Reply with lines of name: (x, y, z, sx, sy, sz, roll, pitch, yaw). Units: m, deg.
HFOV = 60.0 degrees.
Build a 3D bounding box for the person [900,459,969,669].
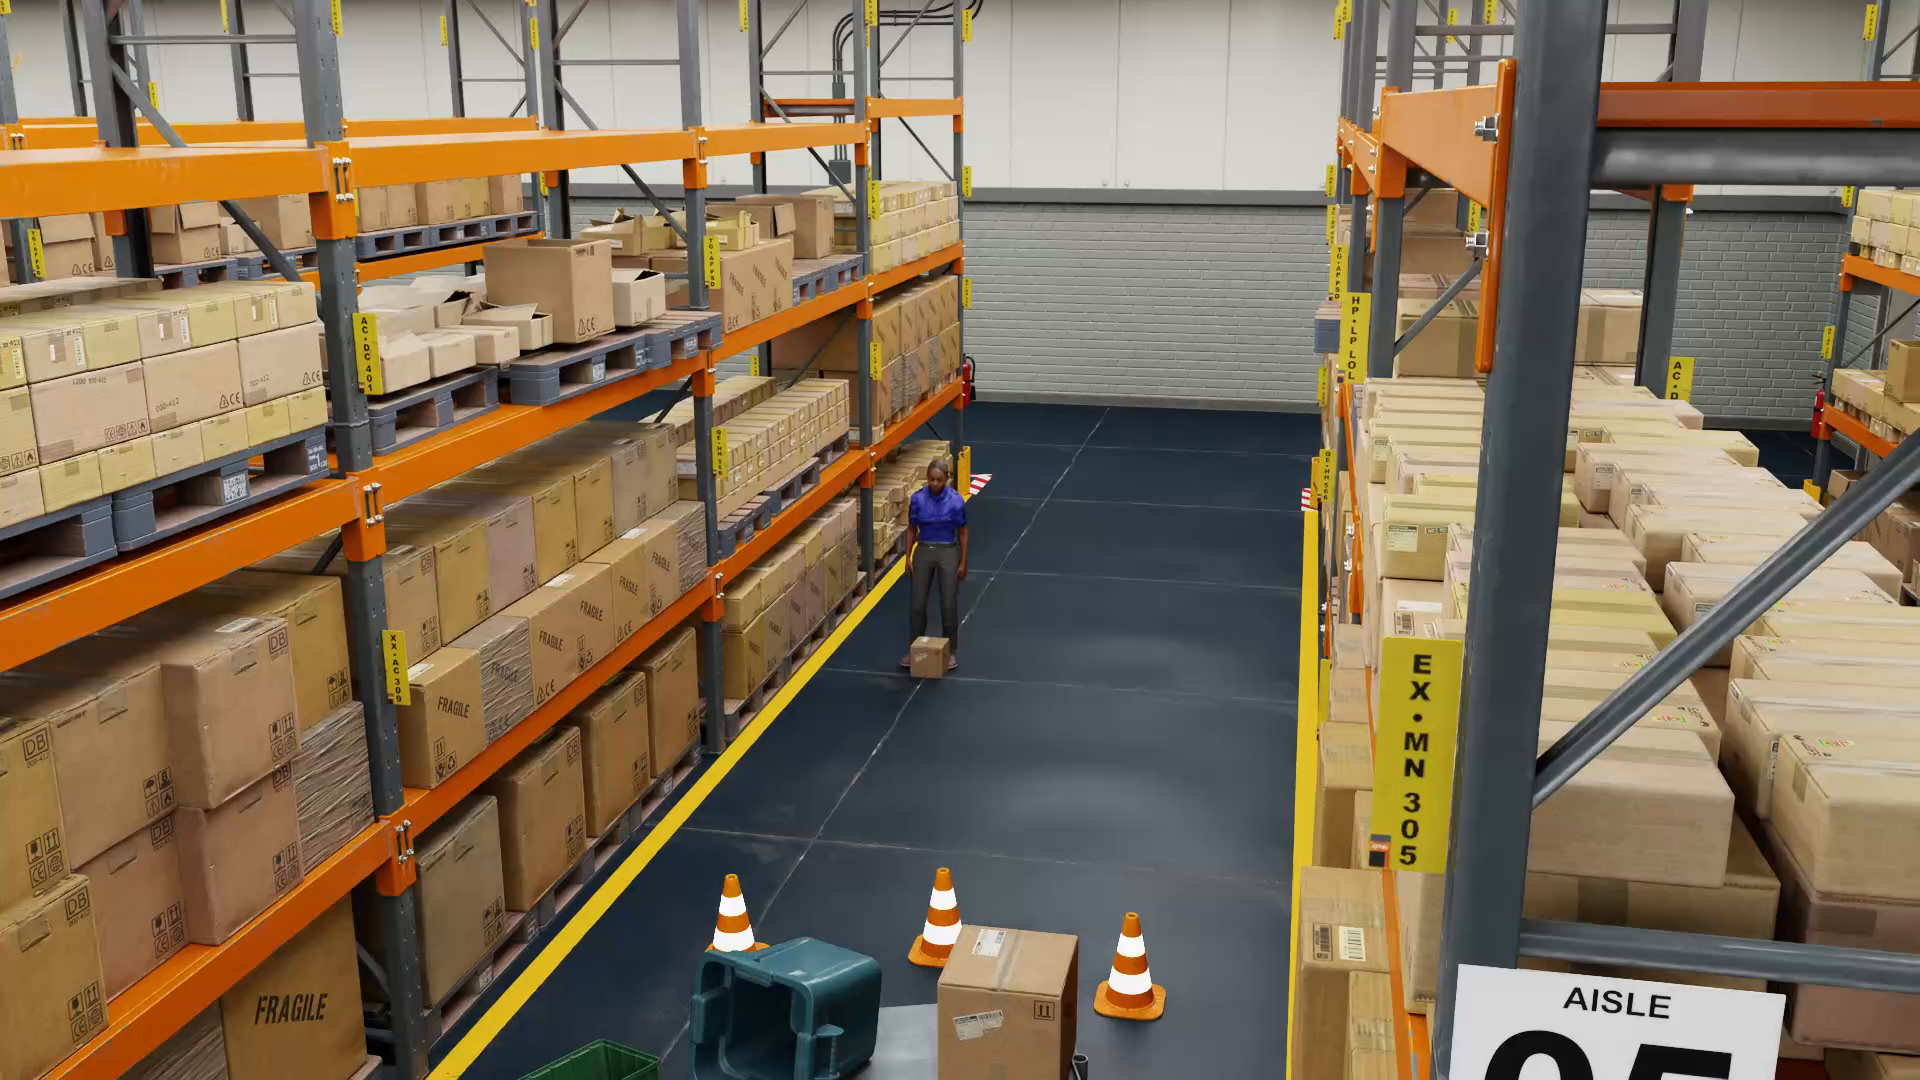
person: (-0.197, 0.170, 12.882, 0.521, 1.653, 0.348, 2, 15, 8)
